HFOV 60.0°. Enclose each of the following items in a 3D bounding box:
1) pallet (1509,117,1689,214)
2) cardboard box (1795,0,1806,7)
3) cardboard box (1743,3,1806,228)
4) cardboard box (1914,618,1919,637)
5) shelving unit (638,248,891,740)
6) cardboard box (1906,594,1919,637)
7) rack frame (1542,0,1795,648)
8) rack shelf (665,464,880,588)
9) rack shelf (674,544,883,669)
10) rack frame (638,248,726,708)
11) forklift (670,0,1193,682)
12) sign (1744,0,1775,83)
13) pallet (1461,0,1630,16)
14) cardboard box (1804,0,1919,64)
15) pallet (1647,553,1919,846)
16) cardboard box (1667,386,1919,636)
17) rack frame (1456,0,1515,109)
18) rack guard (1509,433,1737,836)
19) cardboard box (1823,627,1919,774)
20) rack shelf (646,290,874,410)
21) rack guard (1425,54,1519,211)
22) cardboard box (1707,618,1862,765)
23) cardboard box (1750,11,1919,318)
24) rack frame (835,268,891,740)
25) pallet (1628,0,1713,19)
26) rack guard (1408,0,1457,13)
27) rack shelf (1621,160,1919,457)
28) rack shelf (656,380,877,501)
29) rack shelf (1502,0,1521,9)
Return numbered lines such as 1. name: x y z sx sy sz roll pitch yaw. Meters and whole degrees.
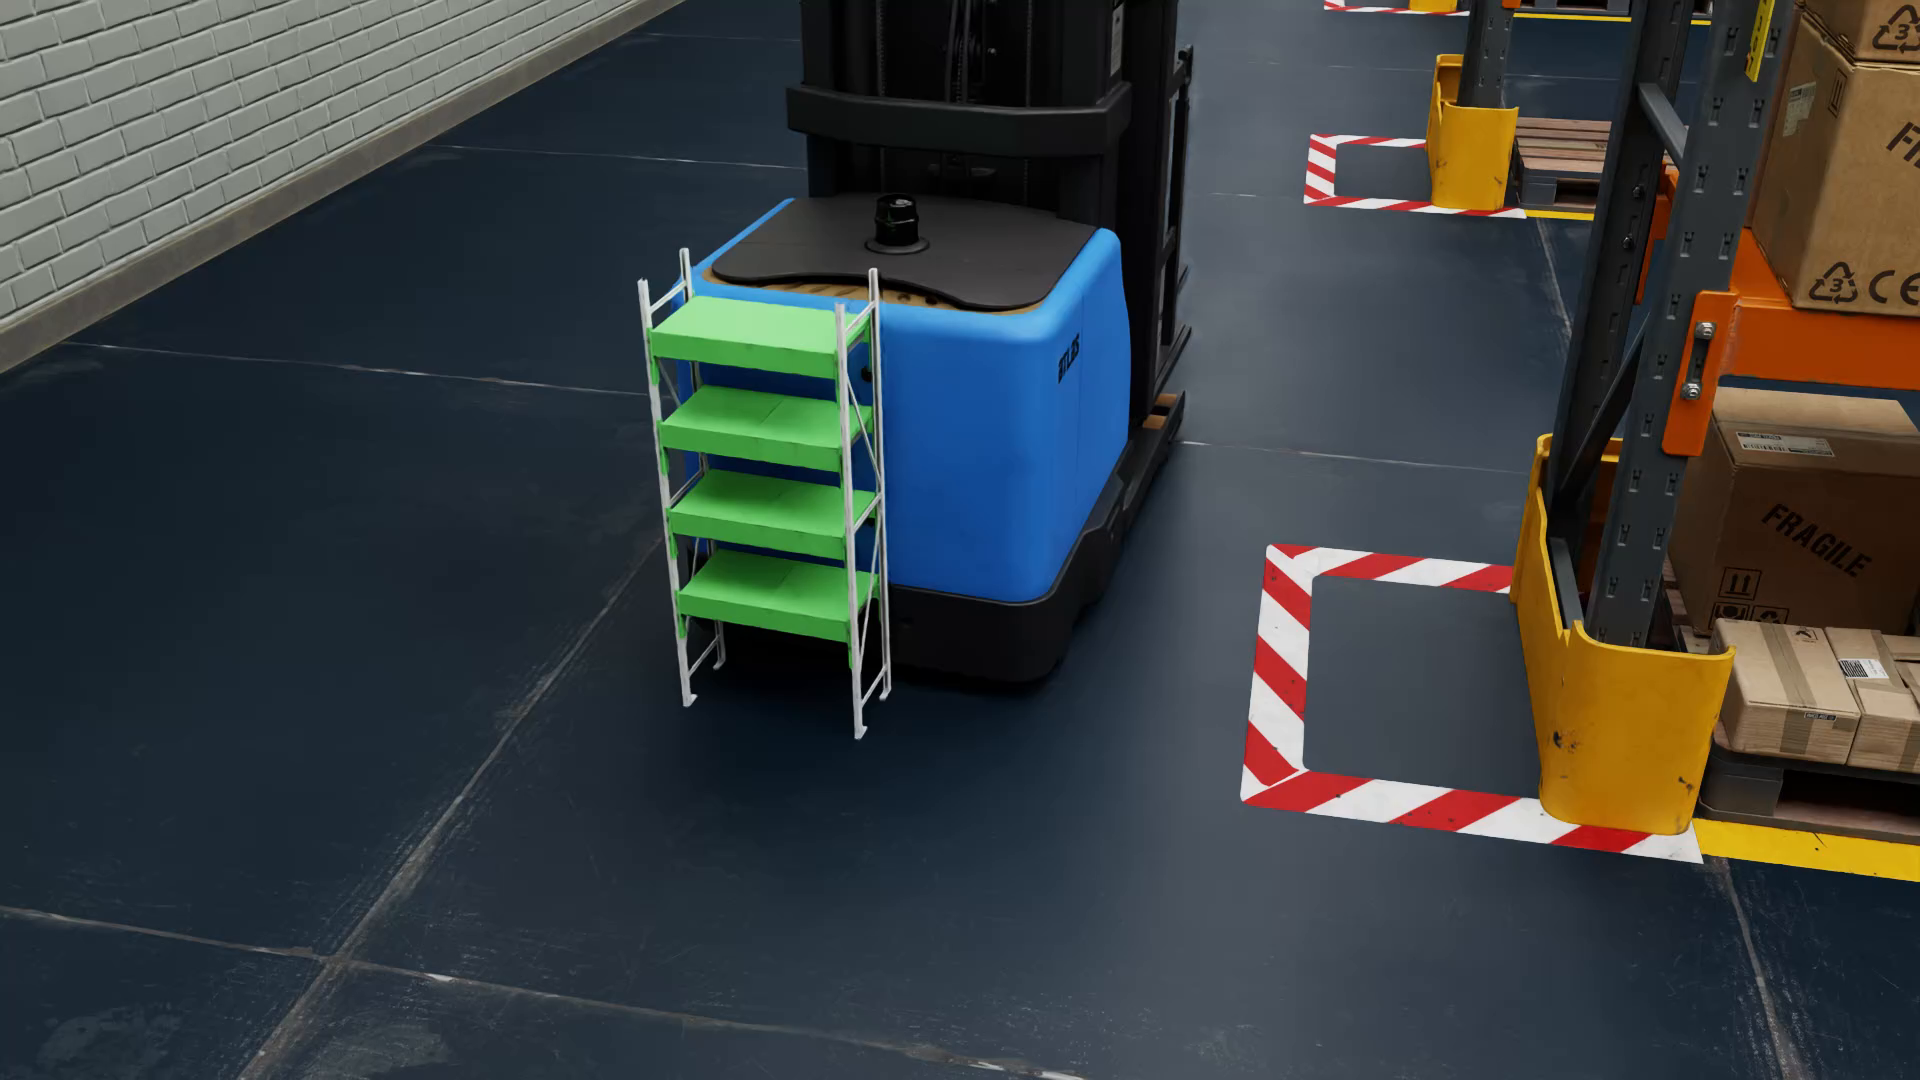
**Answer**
1. pallet: 3.461 -1.906 8.512 1.213 0.211 1.003 6 29 11
2. cardboard box: 2.118 -1.471 3.669 0.500 0.500 0.500 6 29 10
3. cardboard box: 2.120 -1.031 3.906 0.500 0.500 0.500 7 29 12
4. cardboard box: 2.586 0.346 3.899 0.500 0.250 0.500 6 29 11
5. shelving unit: -0.466 -0.096 4.170 0.503 1.200 0.258 9 31 15
6. cardboard box: 2.585 0.167 4.314 0.250 0.166 0.380 6 29 11
7. rack frame: 1.625 -0.904 3.779 0.127 3.000 1.000 6 29 11
8. rack shelf: -0.465 -0.041 4.202 0.480 0.148 0.258 9 31 15
9. rack shelf: -0.464 0.168 4.321 0.480 0.148 0.258 9 31 15
10. rack frame: -0.698 -0.132 4.235 0.015 1.200 0.240 9 31 15
11. forklift: 0.166 -1.600 5.121 1.130 2.935 3.031 8 30 15
12. sign: 1.512 -1.029 3.105 0.005 0.325 0.100 6 29 11
13. pallet: 4.496 -4.290 12.866 1.213 0.211 1.003 6 29 11
14. cardboard box: 2.004 -1.219 3.207 0.500 0.500 0.500 7 29 12
15. pallet: 2.479 0.406 4.289 1.213 0.211 1.003 6 29 11
16. cardboard box: 2.208 -0.062 4.385 0.500 0.500 0.500 6 29 11
17. rack frame: 2.663 -3.230 8.027 0.127 3.000 1.000 6 29 11
18. rack guard: 1.699 0.200 4.365 0.348 0.500 1.175 6 29 11
19. cardboard box: 2.207 0.374 3.936 0.250 0.166 0.380 6 29 11
20. rack shelf: -0.468 -0.457 3.963 0.480 0.148 0.258 9 31 15
21. rack guard: 2.637 -2.130 8.620 0.348 0.500 1.175 6 29 11
22. cardboard box: 1.963 0.356 3.986 0.250 0.149 0.380 6 29 11
23. cardboard box: 2.004 -0.780 3.447 0.500 0.500 0.500 6 29 12
24. rack frame: -0.233 -0.061 4.105 0.015 1.200 0.240 9 31 15
25. pallet: 5.685 -4.166 12.641 1.213 0.211 1.003 6 29 11
26. rack guard: 3.674 -4.462 12.880 0.348 0.500 1.175 6 29 11
27. rack shelf: 3.581 -0.388 3.585 4.000 0.370 1.077 6 29 11
28. rack shelf: -0.467 -0.249 4.083 0.480 0.148 0.258 9 31 15
29. rack shelf: 4.619 -2.714 7.833 4.000 0.370 1.077 6 29 11
